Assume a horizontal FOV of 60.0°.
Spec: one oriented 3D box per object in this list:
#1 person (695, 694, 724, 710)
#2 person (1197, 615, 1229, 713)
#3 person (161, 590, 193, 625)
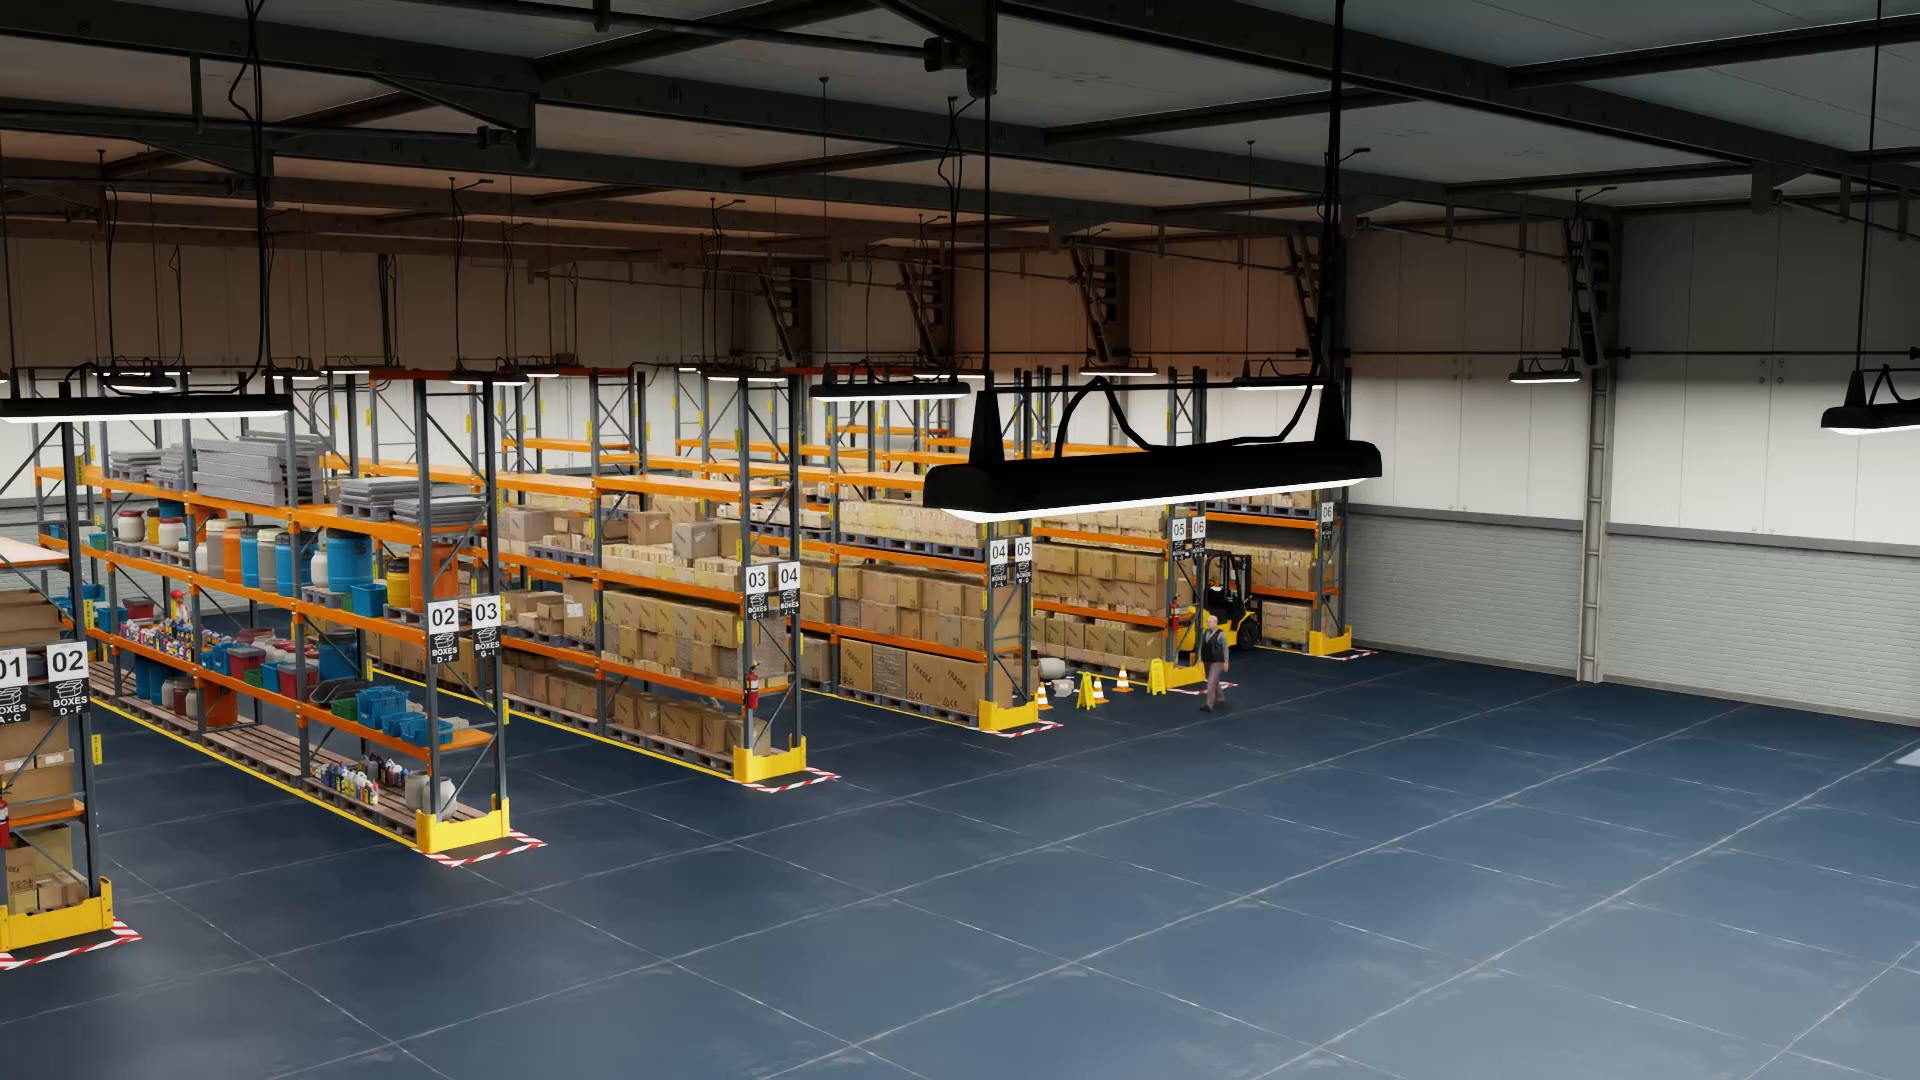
[{"bbox_3d":[-4.471,2.164,29.725,0.709,1.666,0.511,2,7,19],"label":"person"},{"bbox_3d":[4.439,2.173,29.442,0.899,1.696,0.537,-5,8,-36],"label":"person"},{"bbox_3d":[-15.055,1.831,32.026,1.025,1.738,0.689,5,8,37],"label":"person"}]
